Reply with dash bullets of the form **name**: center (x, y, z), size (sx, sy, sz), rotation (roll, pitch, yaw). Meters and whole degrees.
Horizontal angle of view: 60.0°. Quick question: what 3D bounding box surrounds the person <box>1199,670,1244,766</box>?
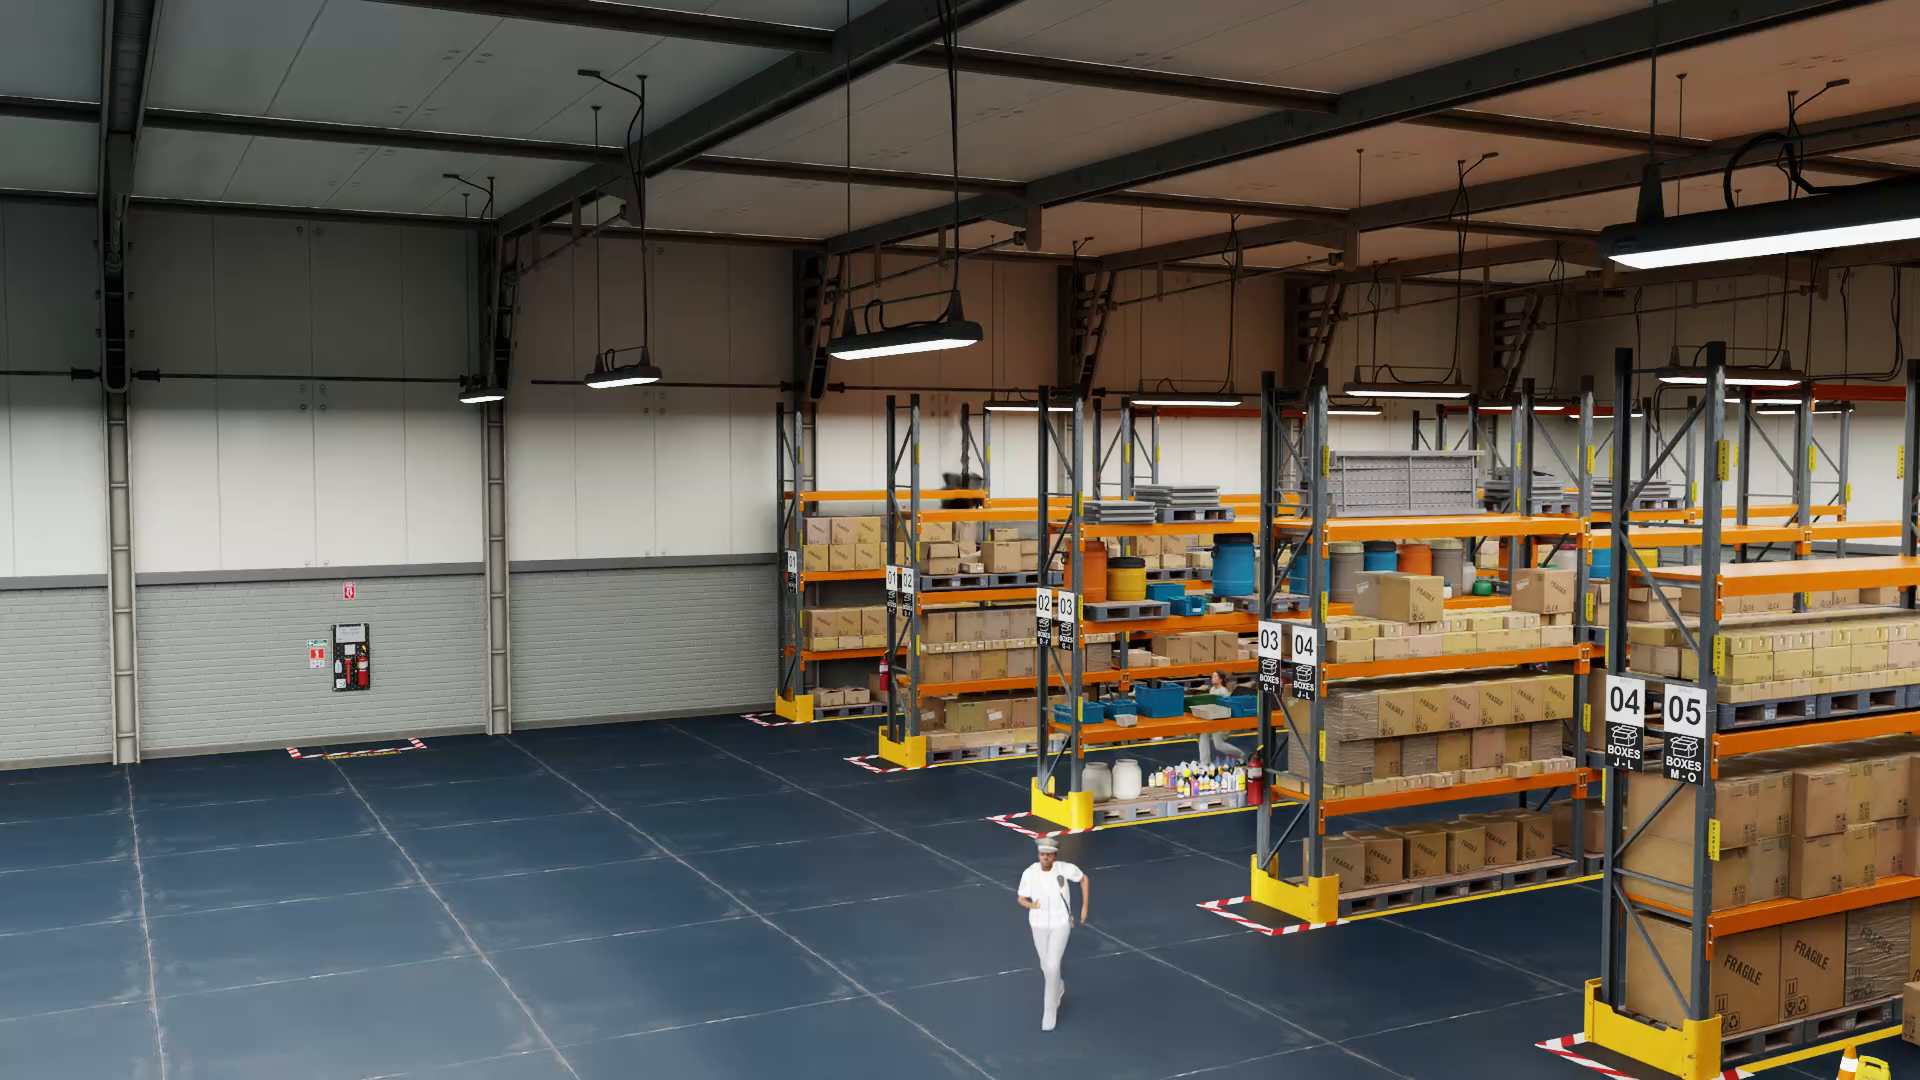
- **person**: center (4.051, 2.857, 26.166), size (0.875, 1.642, 0.577), rotation (-1, 4, -24)

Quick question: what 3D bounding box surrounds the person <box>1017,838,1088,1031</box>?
- **person**: center (0.830, 3.483, 14.940), size (0.599, 1.720, 0.830), rotation (1, 3, 14)
